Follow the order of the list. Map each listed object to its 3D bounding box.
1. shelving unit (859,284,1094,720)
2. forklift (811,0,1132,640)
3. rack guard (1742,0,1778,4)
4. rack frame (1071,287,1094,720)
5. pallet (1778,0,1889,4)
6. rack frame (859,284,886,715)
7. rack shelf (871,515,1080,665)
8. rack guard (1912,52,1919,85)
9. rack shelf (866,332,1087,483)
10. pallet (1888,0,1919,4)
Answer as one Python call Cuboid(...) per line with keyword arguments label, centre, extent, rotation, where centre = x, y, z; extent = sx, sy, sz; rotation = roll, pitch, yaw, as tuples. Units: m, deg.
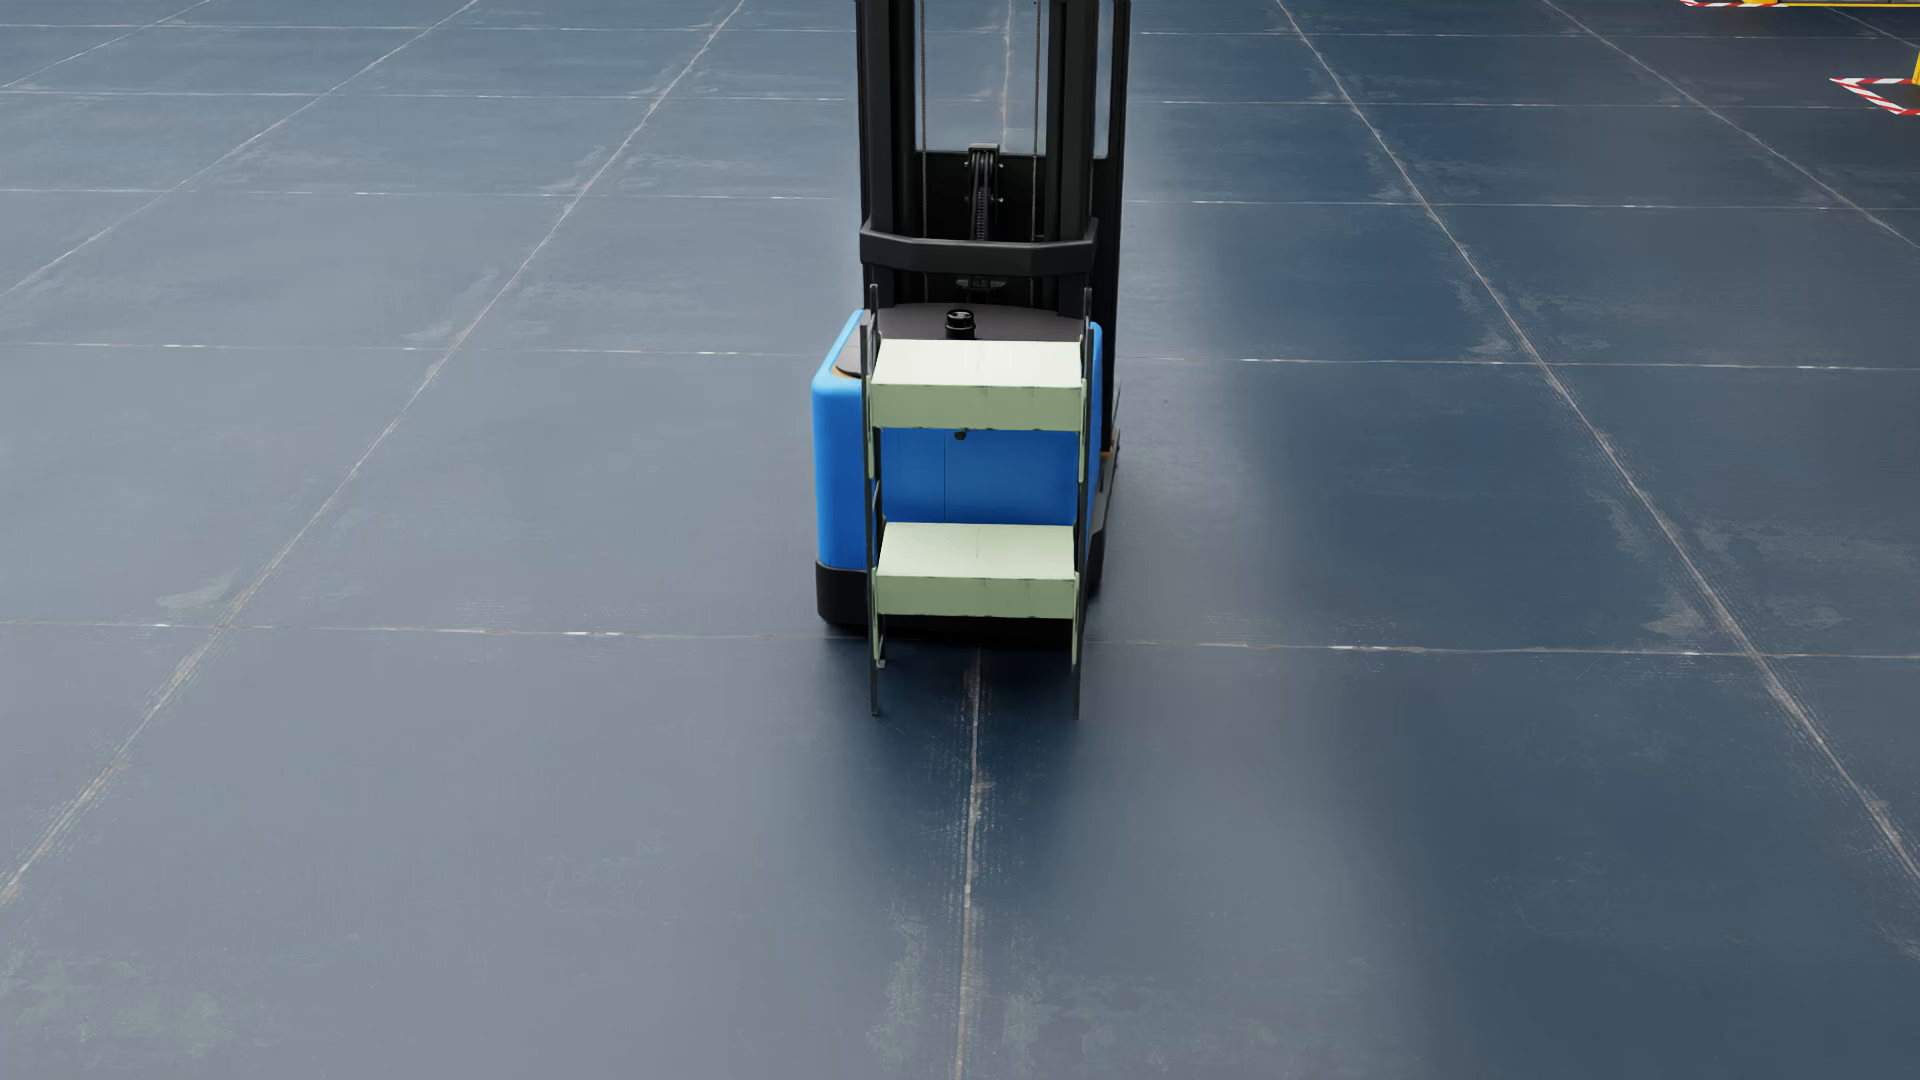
Cuboid(label="shelving unit", centre=(0.062, -0.112, 5.859), extent=(0.755, 1.500, 0.431), rotation=(1, 28, 2))
Cuboid(label="forklift", centre=(0.167, -1.578, 7.098), extent=(1.130, 2.935, 3.031), rotation=(4, 28, 8))
Cuboid(label="rack guard", centre=(8.958, -6.458, 18.898), extent=(0.348, 0.500, 1.175), rotation=(1, 28, 2))
Cuboid(label="rack frame", centre=(0.428, -0.105, 5.844), extent=(0.023, 1.500, 0.400), rotation=(1, 28, 2))
Cuboid(label="pallet", centre=(9.770, -6.314, 18.936), extent=(1.213, 0.211, 1.003), rotation=(1, 28, 2))
Cuboid(label="rack frame", centre=(-0.304, -0.120, 5.874), extent=(0.023, 1.500, 0.400), rotation=(1, 28, 2))
Cuboid(label="rack shelf", centre=(0.062, 0.176, 6.011), extent=(0.720, 0.370, 0.431), rotation=(1, 28, 2))
Cuboid(label="rack guard", centre=(8.782, -4.117, 14.483), extent=(0.348, 0.500, 1.175), rotation=(1, 28, 2))
Cuboid(label="rack shelf", centre=(0.062, -0.458, 5.677), extent=(0.720, 0.370, 0.431), rotation=(1, 28, 2))
Cuboid(label="pallet", centre=(10.986, -6.293, 18.895), extent=(1.213, 0.211, 1.003), rotation=(1, 28, 2))
